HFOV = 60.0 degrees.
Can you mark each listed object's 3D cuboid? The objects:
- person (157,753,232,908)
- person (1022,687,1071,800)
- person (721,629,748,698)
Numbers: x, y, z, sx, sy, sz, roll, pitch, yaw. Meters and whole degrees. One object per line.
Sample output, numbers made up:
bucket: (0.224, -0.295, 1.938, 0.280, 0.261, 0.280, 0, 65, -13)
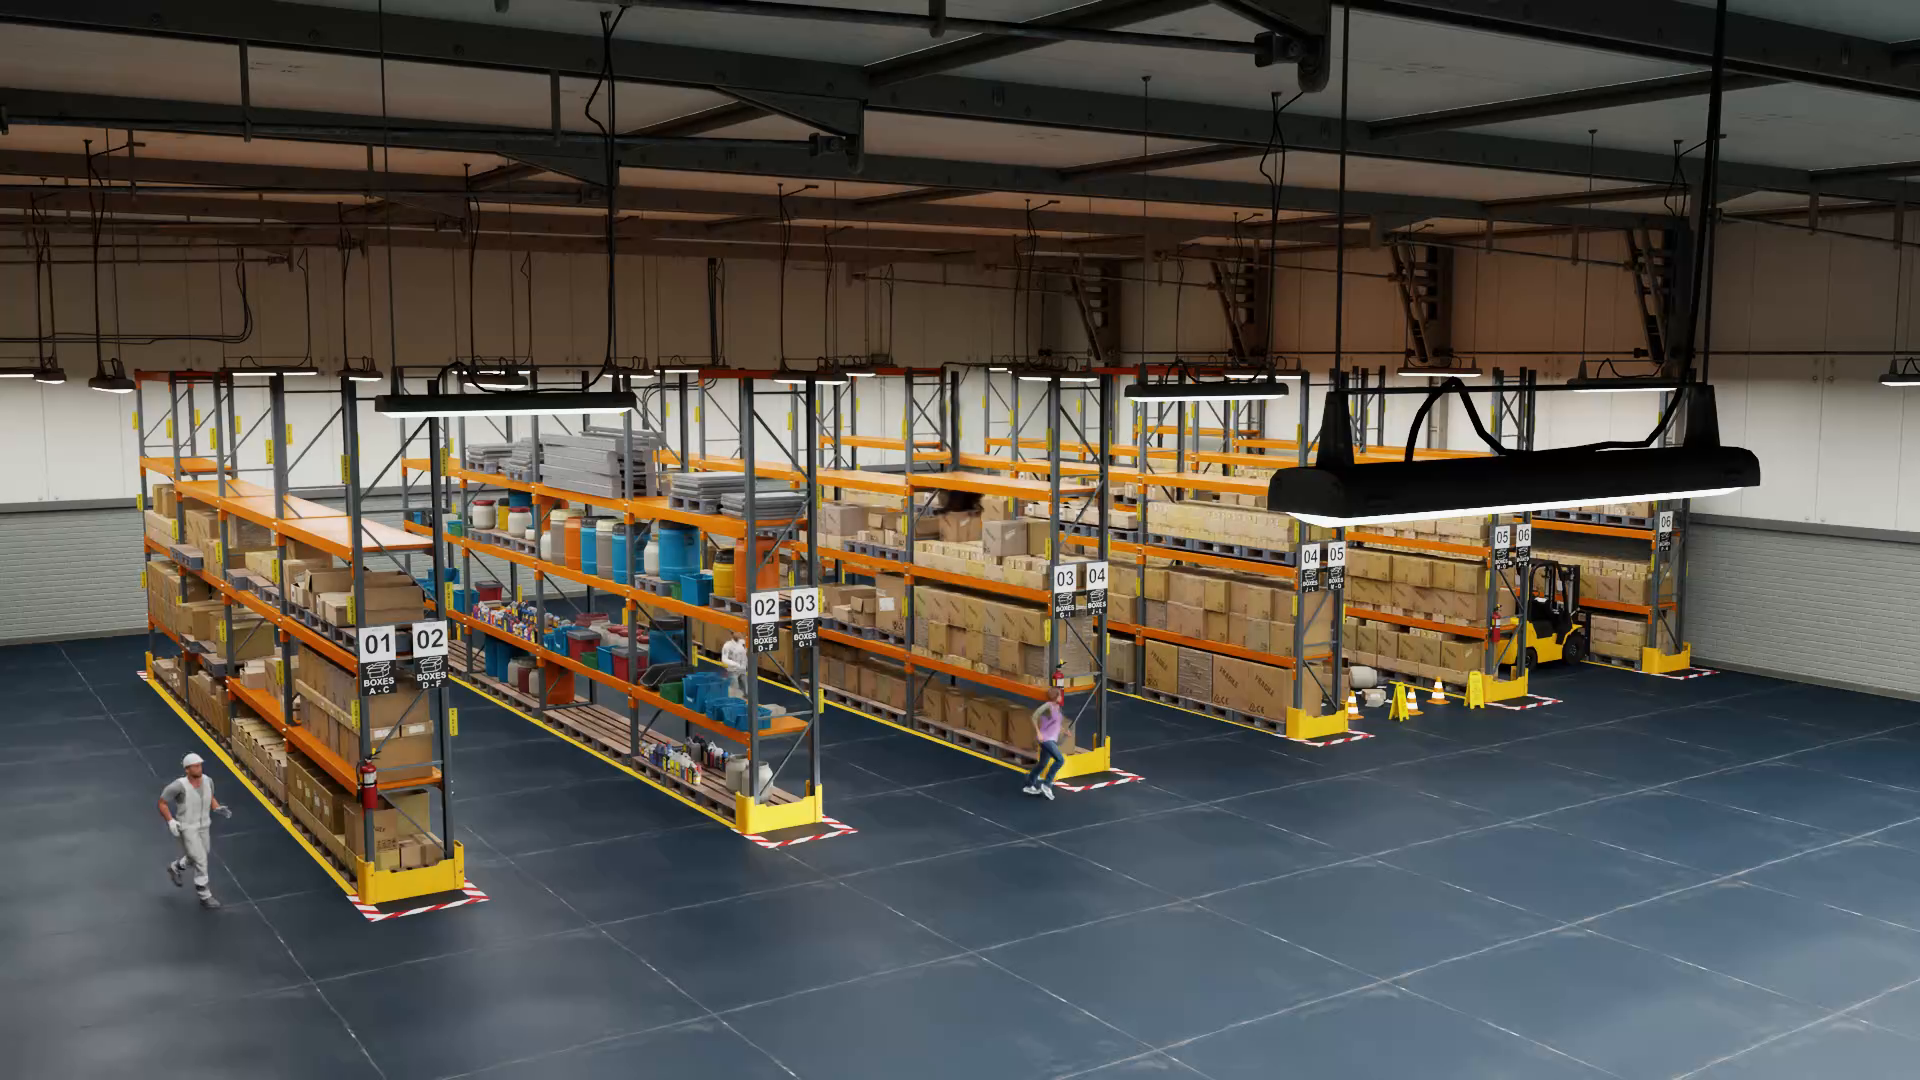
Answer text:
person: (-8.873, 3.308, 19.118, 0.908, 1.765, 0.636, 3, 7, 26)
person: (1.247, 2.884, 23.766, 0.686, 1.560, 0.539, 2, 7, 20)
person: (-3.818, 2.275, 28.729, 0.604, 1.654, 0.538, -5, 8, -35)
